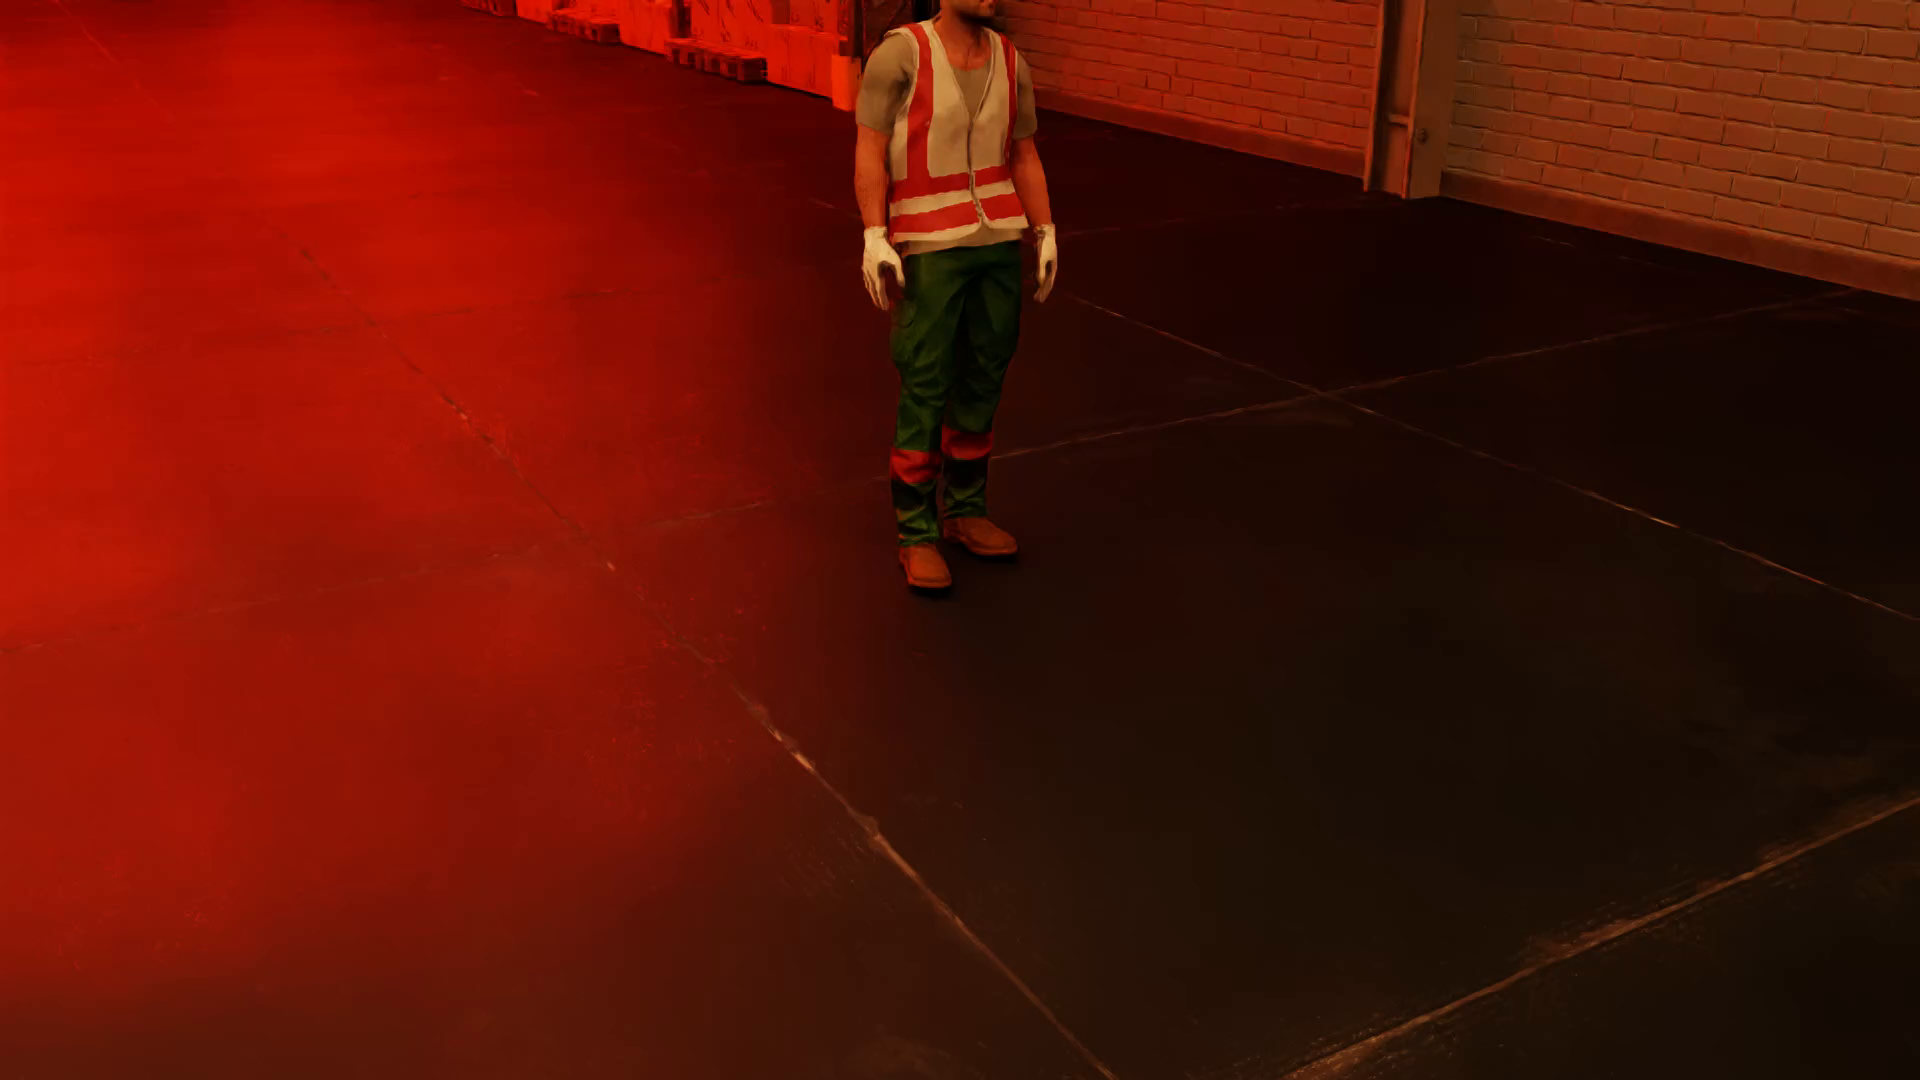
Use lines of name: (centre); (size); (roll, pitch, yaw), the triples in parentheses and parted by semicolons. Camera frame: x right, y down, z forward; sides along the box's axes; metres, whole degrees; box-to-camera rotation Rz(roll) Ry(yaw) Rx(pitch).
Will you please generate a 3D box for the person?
person: (0.031, -0.806, 4.723); (0.637, 1.787, 0.563); (-12, 25, -28)
